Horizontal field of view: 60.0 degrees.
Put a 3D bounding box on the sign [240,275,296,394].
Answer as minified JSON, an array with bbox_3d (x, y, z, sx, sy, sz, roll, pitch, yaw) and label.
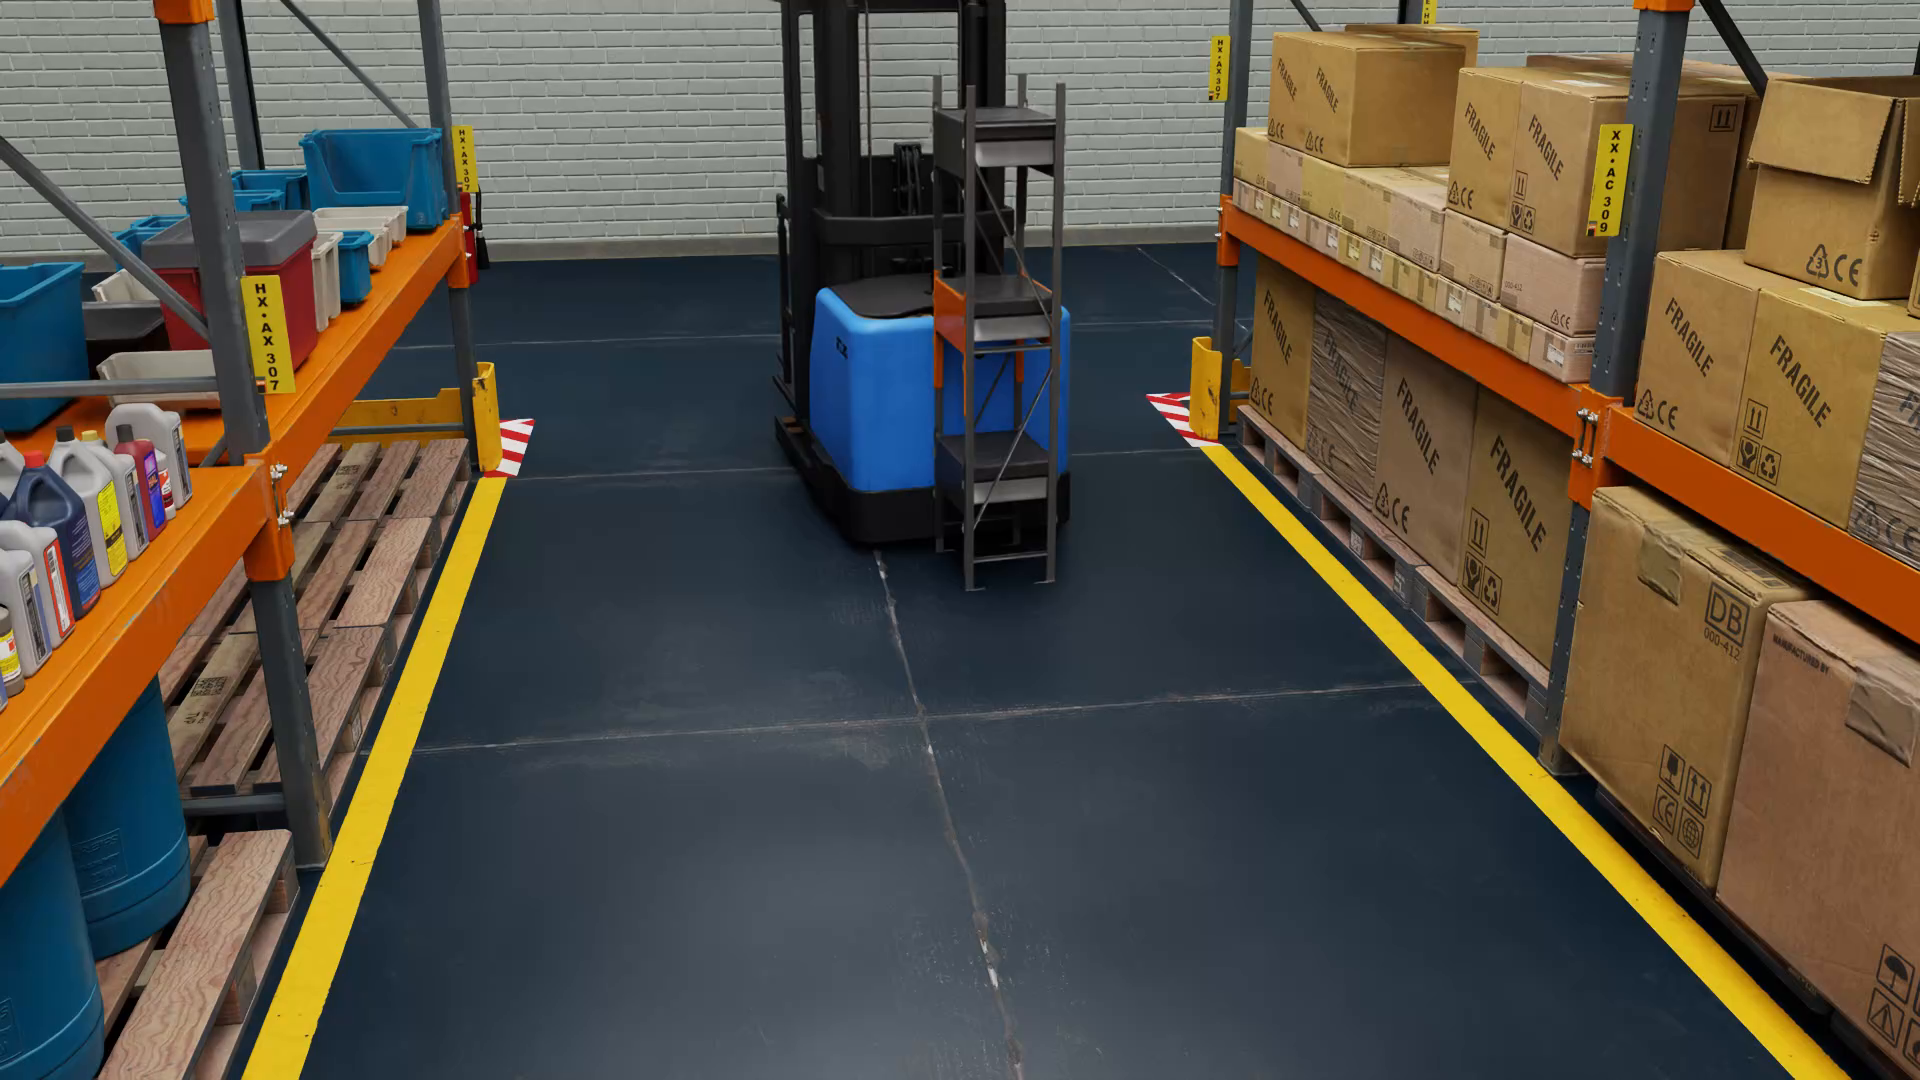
[{"bbox_3d":[-1.882,-0.557,4.525,0.100,0.325,0.005,-3,21,-8],"label":"sign"}]

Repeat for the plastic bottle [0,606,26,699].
[{"bbox_3d":[-1.861,0.199,3.180,0.097,0.201,0.097,0,20,0],"label":"plastic bottle"}]

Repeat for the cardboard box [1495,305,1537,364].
[{"bbox_3d":[2.069,-0.711,5.692,0.380,0.149,0.250,-3,21,-7],"label":"cardboard box"}]

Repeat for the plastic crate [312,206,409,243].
[{"bbox_3d":[-2.706,-1.417,7.513,0.396,0.136,0.243,-3,21,-8],"label":"plastic crate"}]

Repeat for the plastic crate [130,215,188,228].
[{"bbox_3d":[-3.104,-1.177,6.734,0.416,0.233,0.300,-3,21,-8],"label":"plastic crate"}]

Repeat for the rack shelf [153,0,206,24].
[{"bbox_3d":[-2.138,-0.776,2.248,1.077,0.370,4.000,-3,21,-8],"label":"rack shelf"}]

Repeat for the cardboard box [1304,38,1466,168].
[{"bbox_3d":[1.853,-1.924,7.297,0.500,0.500,0.500,-3,21,-9],"label":"cardboard box"}]

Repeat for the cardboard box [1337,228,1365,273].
[{"bbox_3d":[1.846,-1.245,7.123,0.380,0.149,0.250,-3,21,-9],"label":"cardboard box"}]

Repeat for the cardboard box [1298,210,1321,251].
[{"bbox_3d":[1.773,-1.422,7.596,0.380,0.149,0.250,-3,21,-9],"label":"cardboard box"}]

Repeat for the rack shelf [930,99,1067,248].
[{"bbox_3d":[0.149,-1.502,6.776,0.431,0.518,0.480,-6,21,-15],"label":"rack shelf"}]

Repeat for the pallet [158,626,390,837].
[{"bbox_3d":[-2.571,0.653,5.666,1.003,0.211,1.213,-3,21,-8],"label":"pallet"}]

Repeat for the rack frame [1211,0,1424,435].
[{"bbox_3d":[1.898,-2.035,8.878,1.000,3.000,0.127,-3,21,-8],"label":"rack frame"}]

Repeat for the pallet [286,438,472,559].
[{"bbox_3d":[-2.923,-0.192,7.927,1.003,0.211,1.213,-3,21,-8],"label":"pallet"}]

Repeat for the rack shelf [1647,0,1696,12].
[{"bbox_3d":[2.763,-1.026,2.917,1.077,0.370,4.000,-3,21,-8],"label":"rack shelf"}]

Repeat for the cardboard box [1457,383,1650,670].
[{"bbox_3d":[2.459,-0.084,6.091,0.875,0.875,0.875,-3,21,-8],"label":"cardboard box"}]

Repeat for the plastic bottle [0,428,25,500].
[{"bbox_3d":[-2.113,-0.068,3.682,0.144,0.351,0.185,-3,21,-8],"label":"plastic bottle"}]

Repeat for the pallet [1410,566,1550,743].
[{"bbox_3d":[2.442,0.389,6.373,1.003,0.211,1.213,-3,21,-8],"label":"pallet"}]

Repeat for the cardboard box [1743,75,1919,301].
[{"bbox_3d":[2.575,-0.946,4.386,0.797,0.503,0.637,-3,21,-9],"label":"cardboard box"}]

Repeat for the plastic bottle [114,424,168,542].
[{"bbox_3d":[-1.971,-0.148,3.992,0.061,0.283,0.133,-3,21,-8],"label":"plastic bottle"}]

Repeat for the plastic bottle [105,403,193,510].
[{"bbox_3d":[-2.050,-0.222,4.201,0.152,0.276,0.135,-3,21,-8],"label":"plastic bottle"}]

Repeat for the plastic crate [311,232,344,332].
[{"bbox_3d":[-2.464,-0.911,5.952,0.437,0.282,0.530,-3,21,-8],"label":"plastic crate"}]

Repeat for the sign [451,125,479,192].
[{"bbox_3d":[-2.461,-1.895,8.270,0.100,0.325,0.005,-3,21,-8],"label":"sign"}]

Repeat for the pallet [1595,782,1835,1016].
[{"bbox_3d":[2.660,0.919,4.953,1.003,0.211,1.213,-3,21,-8],"label":"pallet"}]

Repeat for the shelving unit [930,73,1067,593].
[{"bbox_3d":[0.149,-0.859,7.016,0.431,2.100,0.503,-6,21,-15],"label":"shelving unit"}]

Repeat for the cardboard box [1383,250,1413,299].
[{"bbox_3d":[1.921,-1.067,6.644,0.380,0.149,0.250,-3,21,-9],"label":"cardboard box"}]

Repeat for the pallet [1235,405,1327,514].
[{"bbox_3d":[2.091,-0.456,8.635,1.003,0.211,1.213,-3,21,-8],"label":"pallet"}]

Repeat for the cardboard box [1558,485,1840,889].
[{"bbox_3d":[2.587,0.369,4.878,1.225,0.875,0.875,-3,21,-8],"label":"cardboard box"}]

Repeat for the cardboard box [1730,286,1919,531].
[{"bbox_3d":[2.367,-0.351,4.226,0.500,0.500,0.500,-3,21,-8],"label":"cardboard box"}]

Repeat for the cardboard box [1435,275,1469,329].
[{"bbox_3d":[1.995,-0.889,6.167,0.380,0.149,0.250,-3,21,-7],"label":"cardboard box"}]

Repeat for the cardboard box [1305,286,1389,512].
[{"bbox_3d":[2.201,-0.704,7.750,0.875,0.875,0.875,-3,21,-8],"label":"cardboard box"}]

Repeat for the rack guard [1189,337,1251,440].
[{"bbox_3d":[1.895,-0.873,9.338,1.175,0.500,0.348,-3,21,-8],"label":"rack guard"}]

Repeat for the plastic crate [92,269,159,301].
[{"bbox_3d":[-2.975,-0.893,6.111,0.293,0.136,0.466,-3,21,-8],"label":"plastic crate"}]

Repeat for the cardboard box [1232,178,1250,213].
[{"bbox_3d":[1.623,-1.778,8.548,0.380,0.149,0.250,-3,21,-7],"label":"cardboard box"}]

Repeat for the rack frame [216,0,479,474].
[{"bbox_3d":[-3.003,-1.785,8.209,1.000,3.000,0.127,-3,21,-8],"label":"rack frame"}]

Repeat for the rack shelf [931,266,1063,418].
[{"bbox_3d":[0.149,-0.846,7.021,0.431,0.518,0.480,-6,21,-15],"label":"rack shelf"}]

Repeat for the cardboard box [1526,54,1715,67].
[{"bbox_3d":[2.516,-1.600,6.431,0.500,0.500,0.500,-4,21,-9],"label":"cardboard box"}]

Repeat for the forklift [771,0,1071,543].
[{"bbox_3d":[-0.380,-1.843,8.463,1.130,2.935,3.031,-6,21,-15],"label":"forklift"}]

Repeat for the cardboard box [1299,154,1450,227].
[{"bbox_3d":[1.850,-1.571,7.424,0.500,0.250,0.500,-4,21,-10],"label":"cardboard box"}]

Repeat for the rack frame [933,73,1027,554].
[{"bbox_3d":[0.083,-0.941,7.236,0.400,2.100,0.015,-6,21,-15],"label":"rack frame"}]

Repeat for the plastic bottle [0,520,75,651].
[{"bbox_3d":[-1.925,0.079,3.395,0.152,0.276,0.135,-3,21,-8],"label":"plastic bottle"}]

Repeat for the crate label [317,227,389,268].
[{"bbox_3d":[-2.615,-1.220,6.988,0.396,0.136,0.243,-3,21,-8],"label":"crate label"}]

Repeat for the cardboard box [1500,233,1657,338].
[{"bbox_3d":[2.151,-0.859,5.518,0.500,0.250,0.500,-3,21,-9],"label":"cardboard box"}]

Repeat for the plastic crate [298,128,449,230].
[{"bbox_3d":[-2.770,-1.724,7.907,0.616,0.435,0.499,-3,21,-8],"label":"plastic crate"}]

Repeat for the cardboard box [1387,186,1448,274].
[{"bbox_3d":[2.001,-1.215,6.471,0.500,0.250,0.500,-2,21,-7],"label":"cardboard box"}]

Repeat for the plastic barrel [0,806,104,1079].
[{"bbox_3d":[-2.263,0.820,3.632,0.600,0.901,0.708,-3,21,-8],"label":"plastic barrel"}]

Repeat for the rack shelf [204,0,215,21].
[{"bbox_3d":[-2.715,-2.161,5.956,1.077,0.370,4.000,-3,21,-8],"label":"rack shelf"}]

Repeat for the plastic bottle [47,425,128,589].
[{"bbox_3d":[-1.970,-0.076,3.702,0.144,0.351,0.185,-3,21,-8],"label":"plastic bottle"}]

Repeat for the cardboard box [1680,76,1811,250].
[{"bbox_3d":[2.659,-1.249,5.492,0.500,0.500,0.500,-3,21,-8],"label":"cardboard box"}]

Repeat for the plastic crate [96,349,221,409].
[{"bbox_3d":[-2.352,-0.473,4.988,0.396,0.136,0.243,-3,21,-8],"label":"plastic crate"}]

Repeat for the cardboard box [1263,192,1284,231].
[{"bbox_3d":[1.698,-1.601,8.073,0.380,0.149,0.250,-3,21,-9],"label":"cardboard box"}]

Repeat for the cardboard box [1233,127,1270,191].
[{"bbox_3d":[1.700,-1.924,8.371,0.500,0.250,0.500,-3,21,-9],"label":"cardboard box"}]

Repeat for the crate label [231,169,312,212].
[{"bbox_3d":[-3.293,-1.633,7.955,0.416,0.233,0.303,-3,21,-8],"label":"crate label"}]

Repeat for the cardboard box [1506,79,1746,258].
[{"bbox_3d":[2.144,-1.216,5.403,0.500,0.500,0.500,-2,21,-6],"label":"cardboard box"}]

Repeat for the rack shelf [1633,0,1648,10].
[{"bbox_3d":[2.186,-2.411,6.625,1.077,0.370,4.000,-3,21,-8],"label":"rack shelf"}]
